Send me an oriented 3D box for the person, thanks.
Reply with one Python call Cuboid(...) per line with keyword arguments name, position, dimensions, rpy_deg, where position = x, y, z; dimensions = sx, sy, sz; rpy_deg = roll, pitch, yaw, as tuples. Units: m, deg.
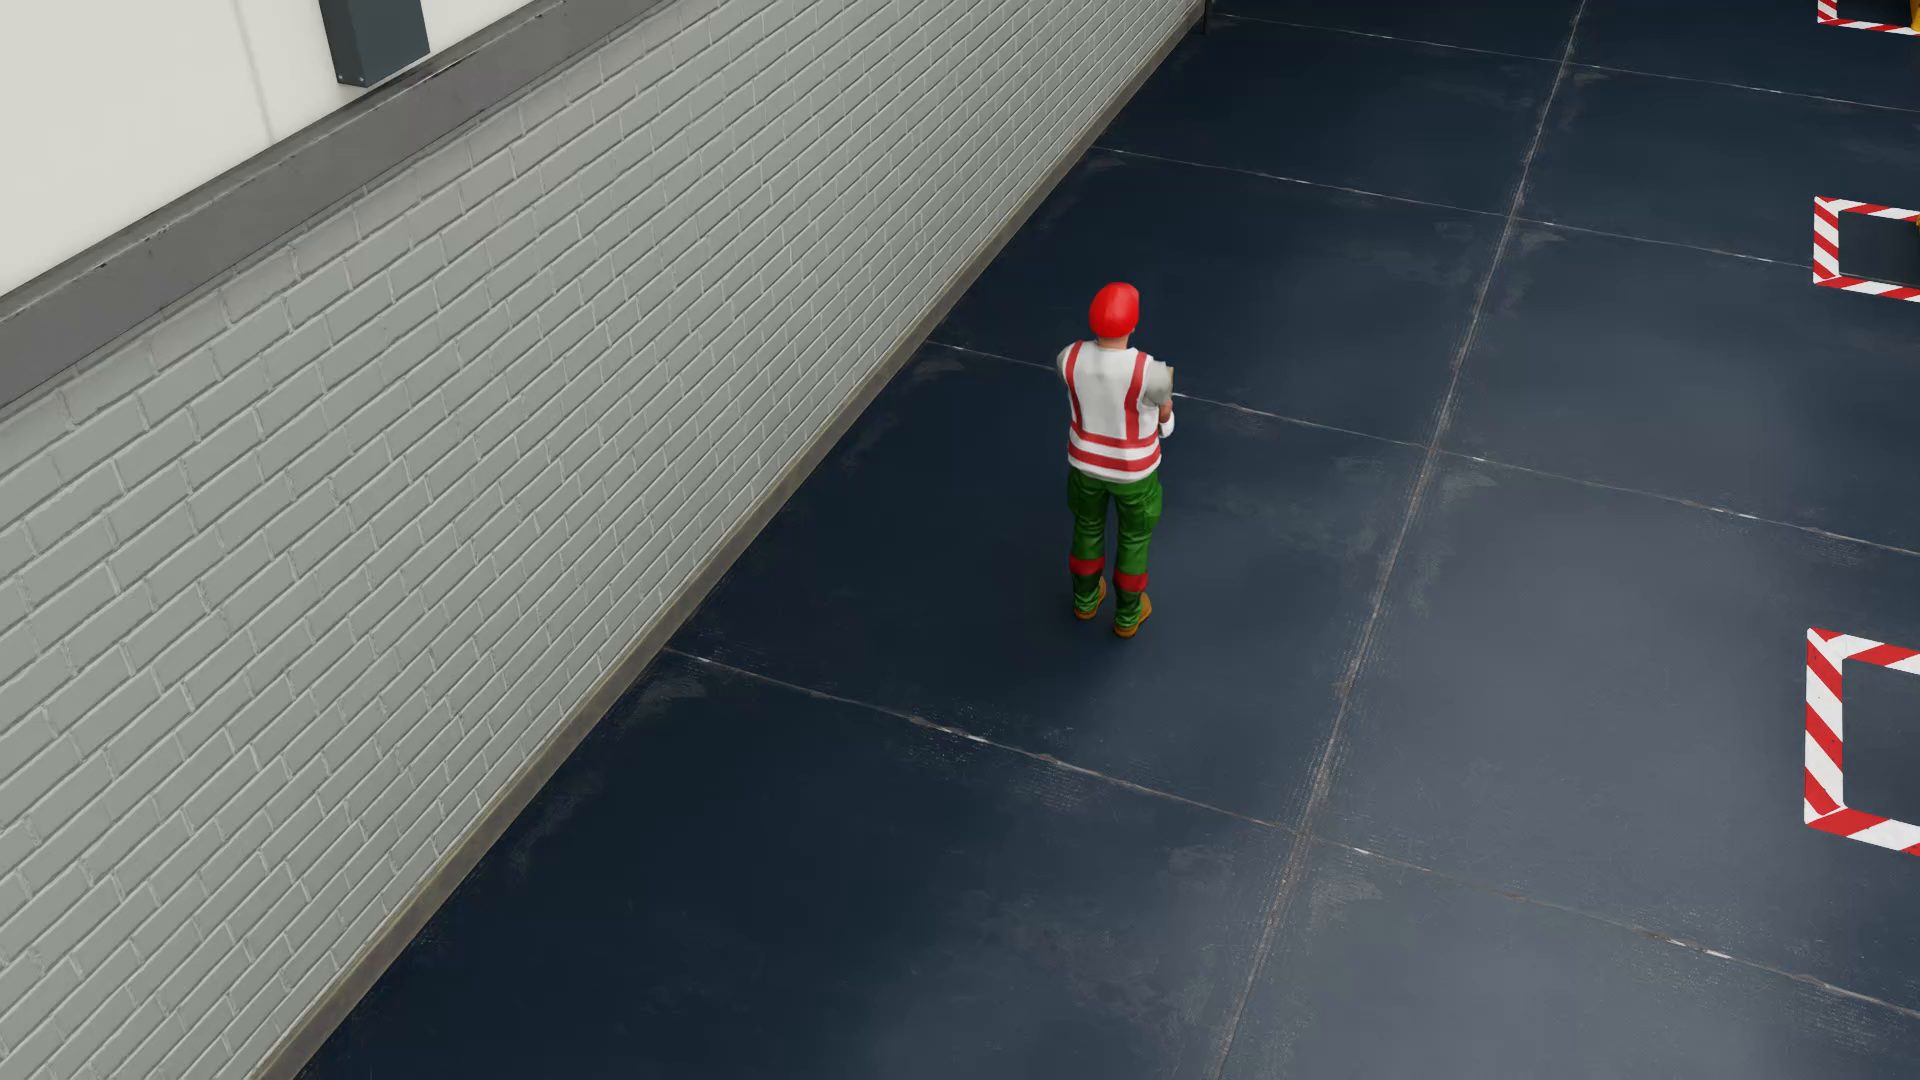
Cuboid(name="person", position=(0.693, -0.395, 7.326), dimensions=(0.494, 1.783, 0.563), rpy_deg=(14, 39, 18))
